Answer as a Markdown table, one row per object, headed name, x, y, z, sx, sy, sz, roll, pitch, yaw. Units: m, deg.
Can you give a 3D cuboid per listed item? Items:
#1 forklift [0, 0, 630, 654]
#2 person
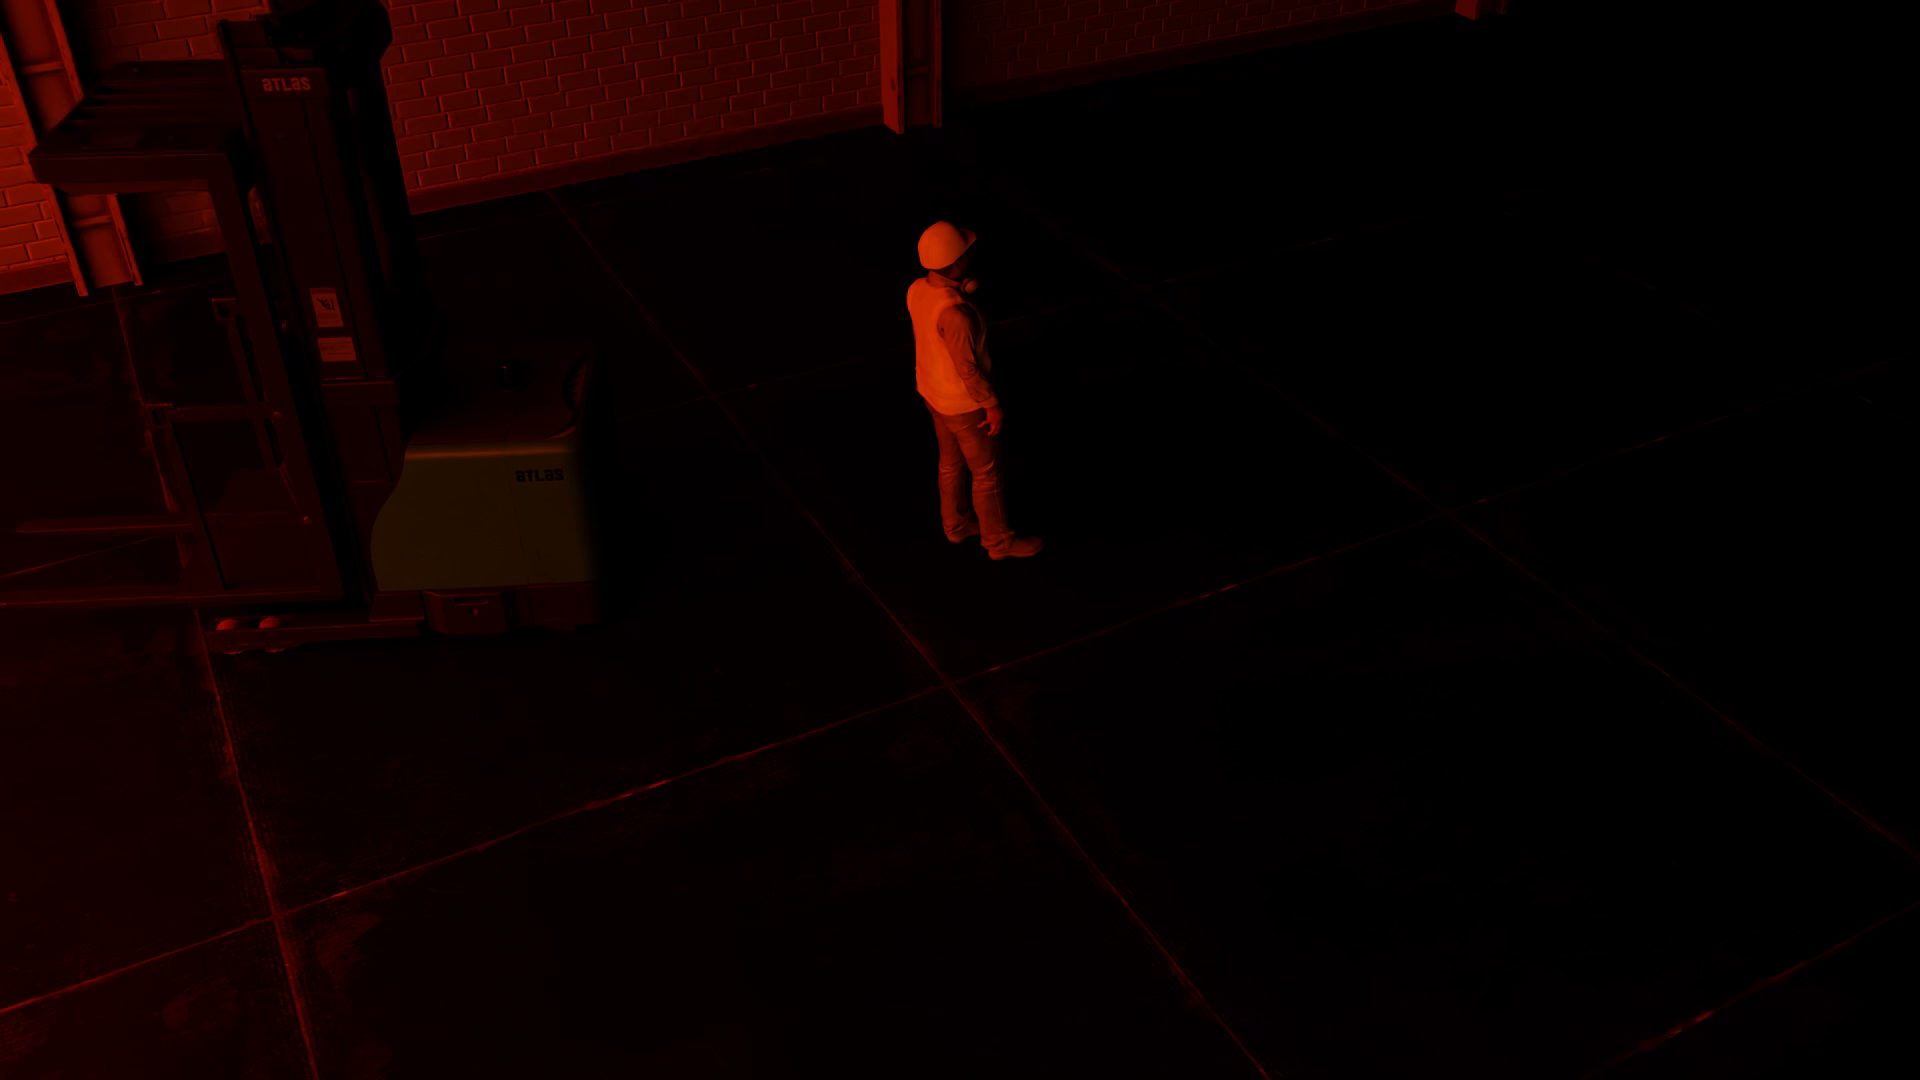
| name | x | y | z | sx | sy | sz | roll | pitch | yaw |
| --- | --- | --- | --- | --- | --- | --- | --- | --- | --- |
| forklift | -3.210 | -0.972 | 7.499 | 3.031 | 2.935 | 1.130 | -3 | 35 | -4 |
| person | 0.059 | -0.744 | 8.165 | 0.566 | 1.775 | 0.634 | -17 | 39 | -23 |
